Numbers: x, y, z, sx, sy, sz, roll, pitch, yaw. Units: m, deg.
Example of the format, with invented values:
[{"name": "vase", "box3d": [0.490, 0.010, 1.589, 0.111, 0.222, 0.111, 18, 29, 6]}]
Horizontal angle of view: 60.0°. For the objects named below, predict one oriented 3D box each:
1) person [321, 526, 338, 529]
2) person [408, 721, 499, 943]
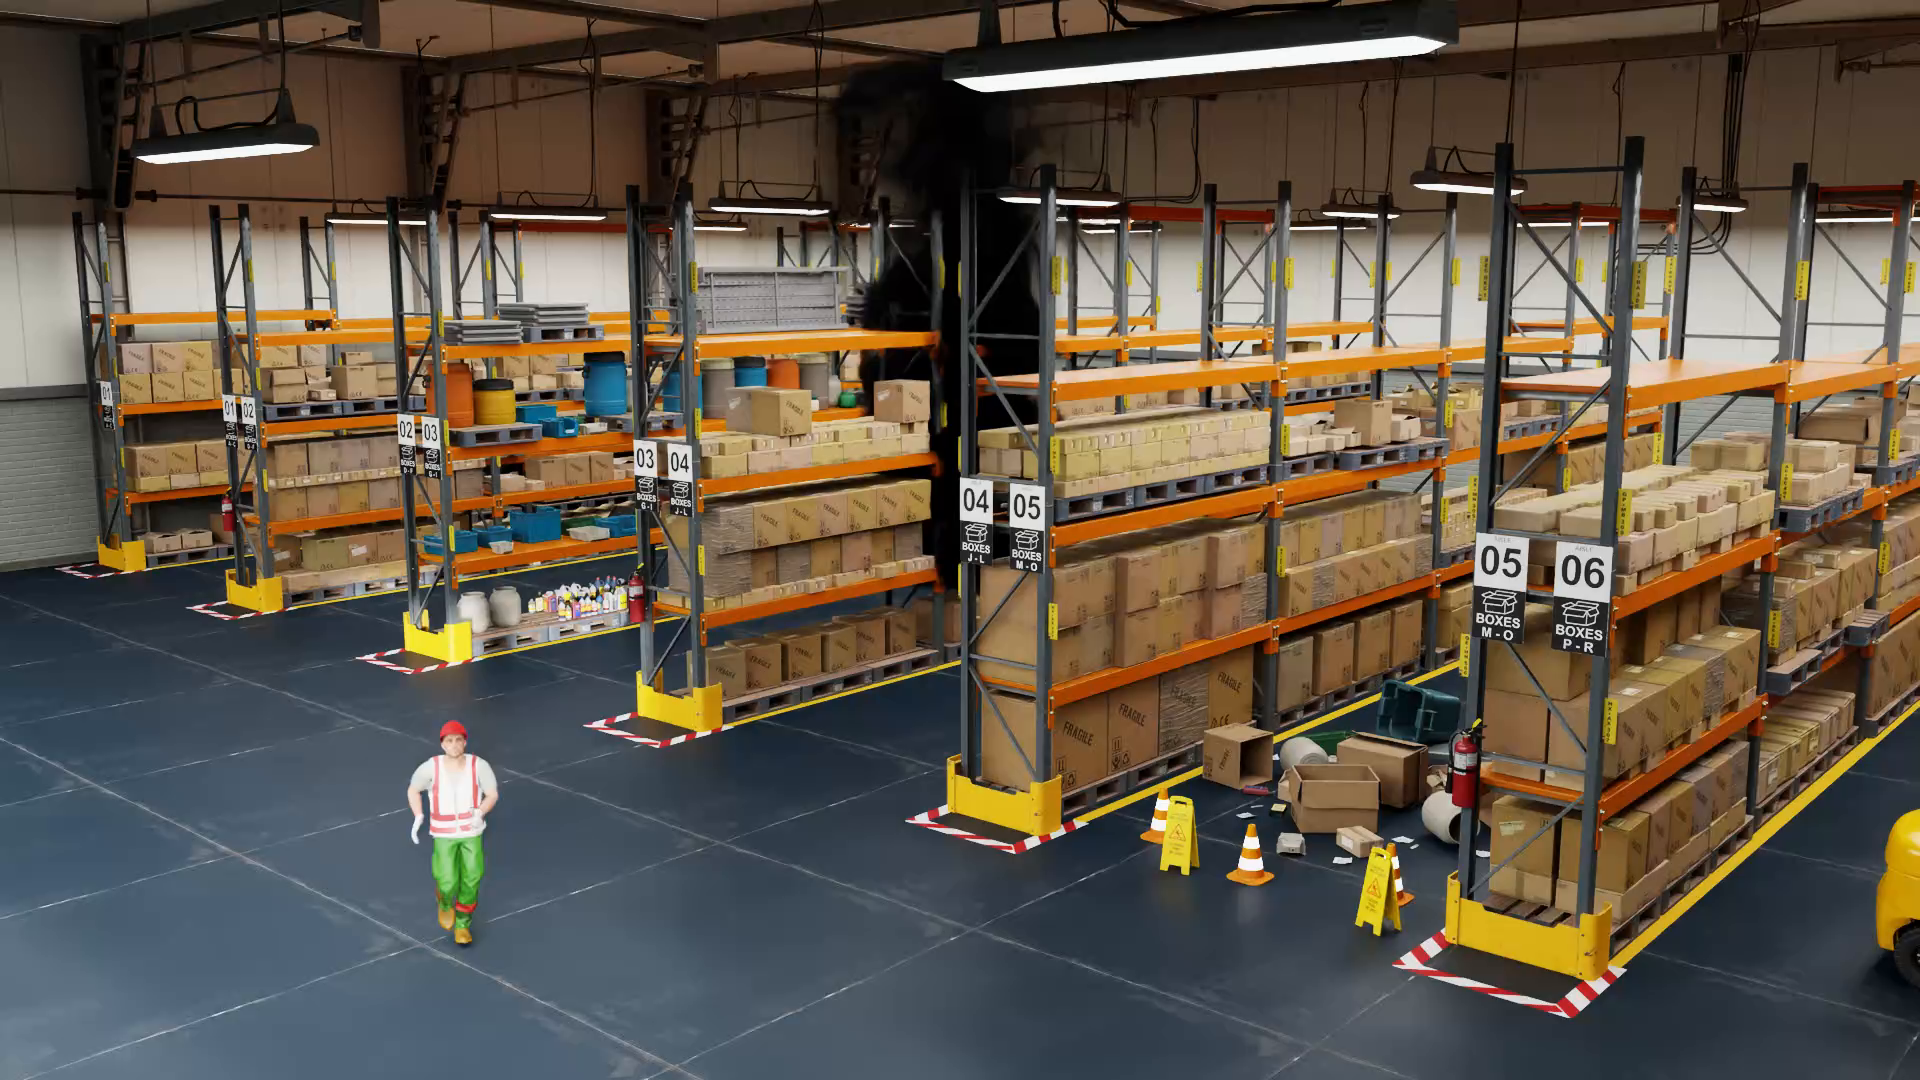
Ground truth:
[{"name": "person", "box3d": [-10.640, -0.298, 28.062, 0.574, 1.650, 0.566, 6, 11, 30]}, {"name": "person", "box3d": [-3.804, 2.234, 12.582, 0.650, 1.740, 0.577, -4, 10, -21]}]
